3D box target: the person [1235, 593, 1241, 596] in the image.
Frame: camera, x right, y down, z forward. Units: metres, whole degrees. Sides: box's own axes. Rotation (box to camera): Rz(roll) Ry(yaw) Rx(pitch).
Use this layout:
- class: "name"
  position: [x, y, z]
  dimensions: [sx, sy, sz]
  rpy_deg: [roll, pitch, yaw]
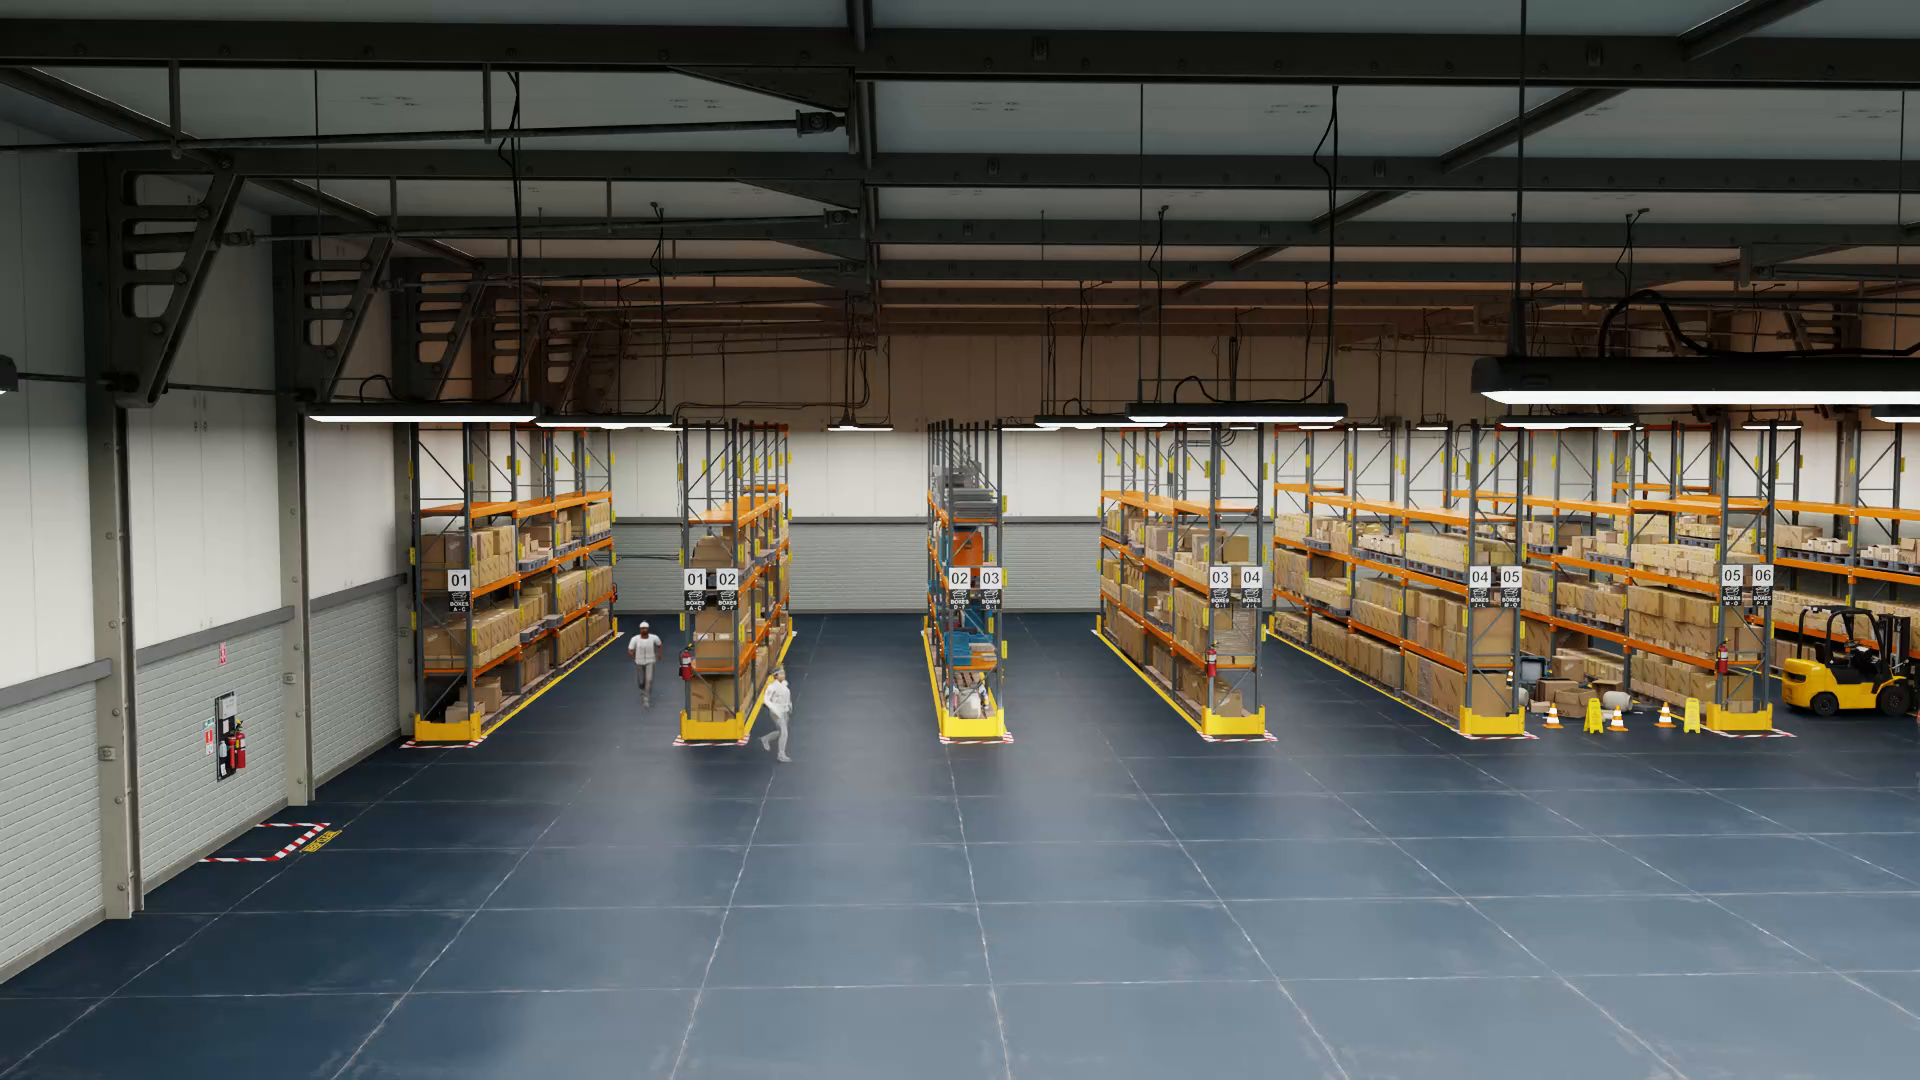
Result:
- class: "person"
  position: [7.684, 1.921, 47.173]
  dimensions: [0.612, 1.568, 0.515]
  rpy_deg: [1, 4, 19]

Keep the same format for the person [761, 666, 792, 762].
- class: "person"
  position: [-3.232, 3.028, 29.174]
  dimensions: [0.653, 1.691, 0.621]
  rpy_deg: [2, 4, 33]

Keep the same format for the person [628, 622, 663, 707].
- class: "person"
  position: [-6.654, 2.607, 35.196]
  dimensions: [0.712, 1.754, 0.932]
  rpy_deg: [-1, 4, -9]
